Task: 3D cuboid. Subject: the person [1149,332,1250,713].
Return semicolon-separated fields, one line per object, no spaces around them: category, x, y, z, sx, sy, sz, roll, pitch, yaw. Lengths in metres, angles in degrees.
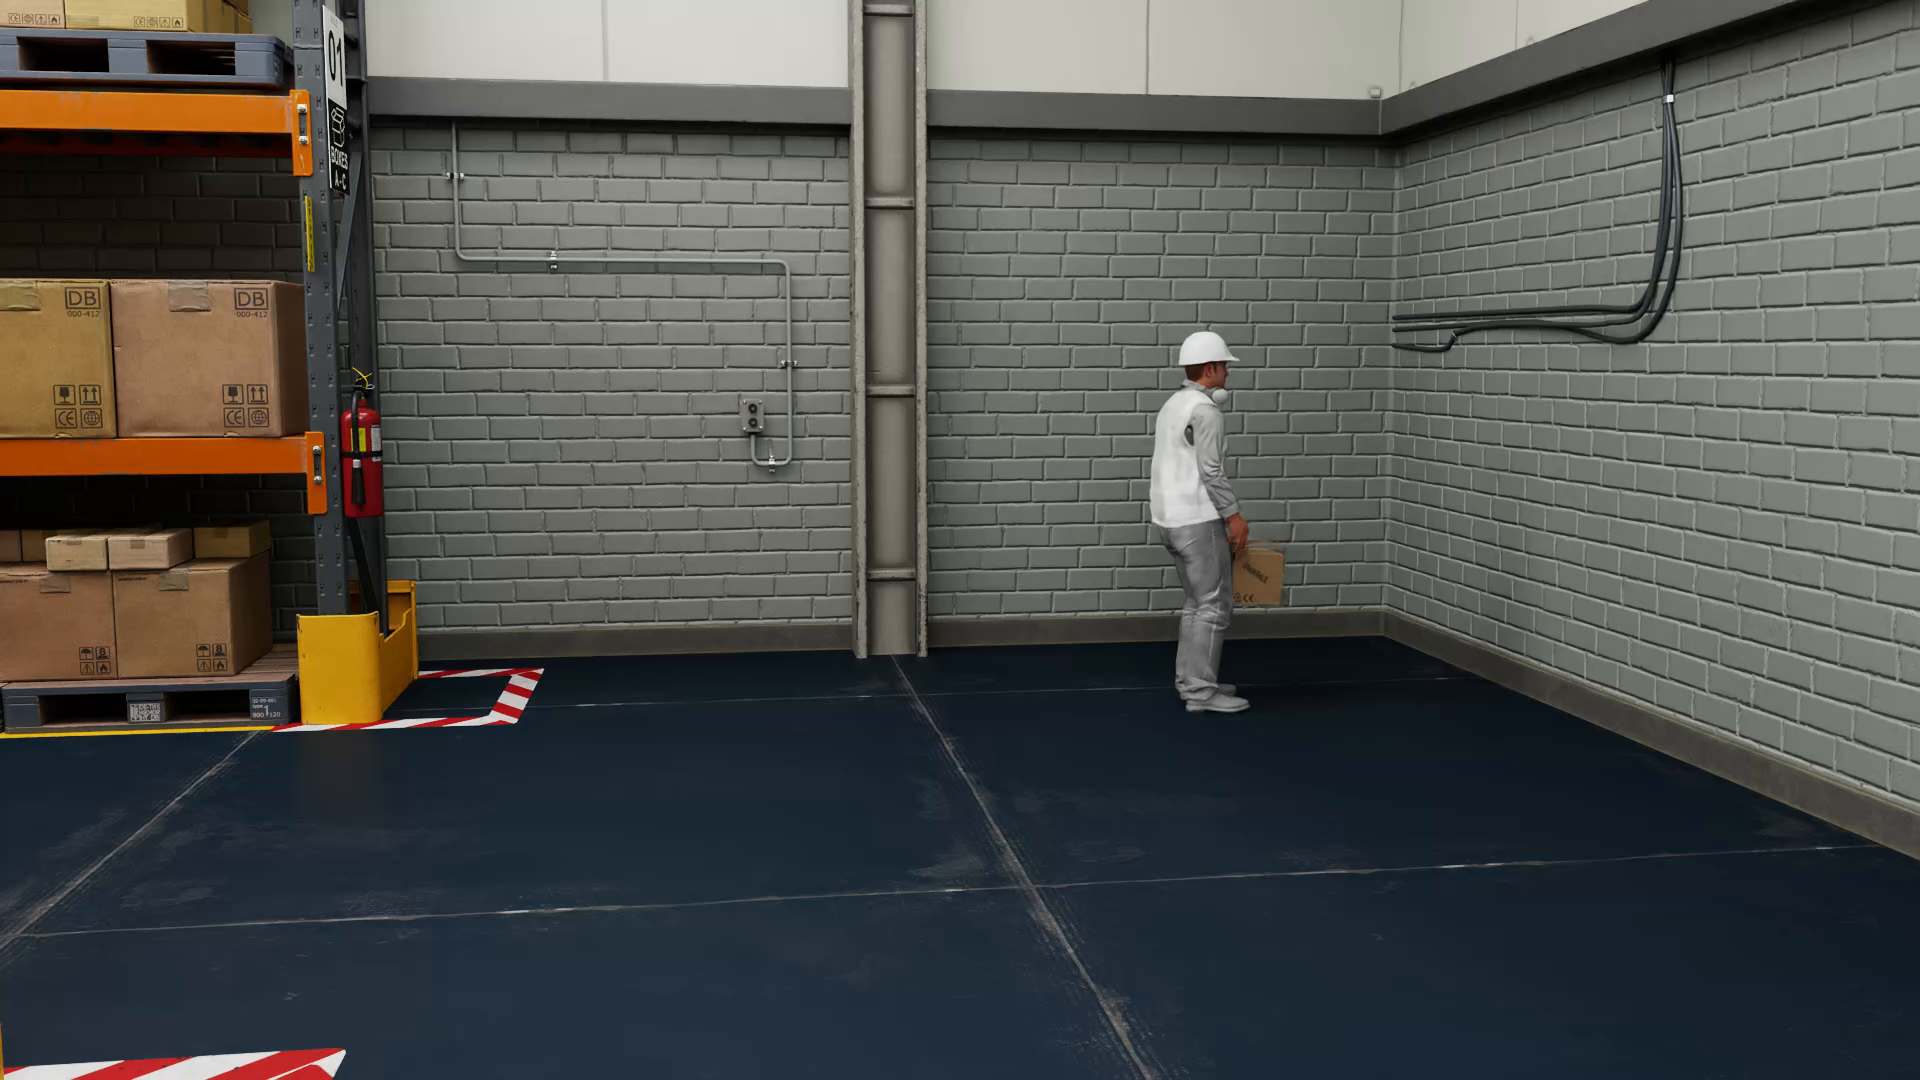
person;1.144;-0.095;7.910;0.471;1.777;0.556;-1;7;-10
